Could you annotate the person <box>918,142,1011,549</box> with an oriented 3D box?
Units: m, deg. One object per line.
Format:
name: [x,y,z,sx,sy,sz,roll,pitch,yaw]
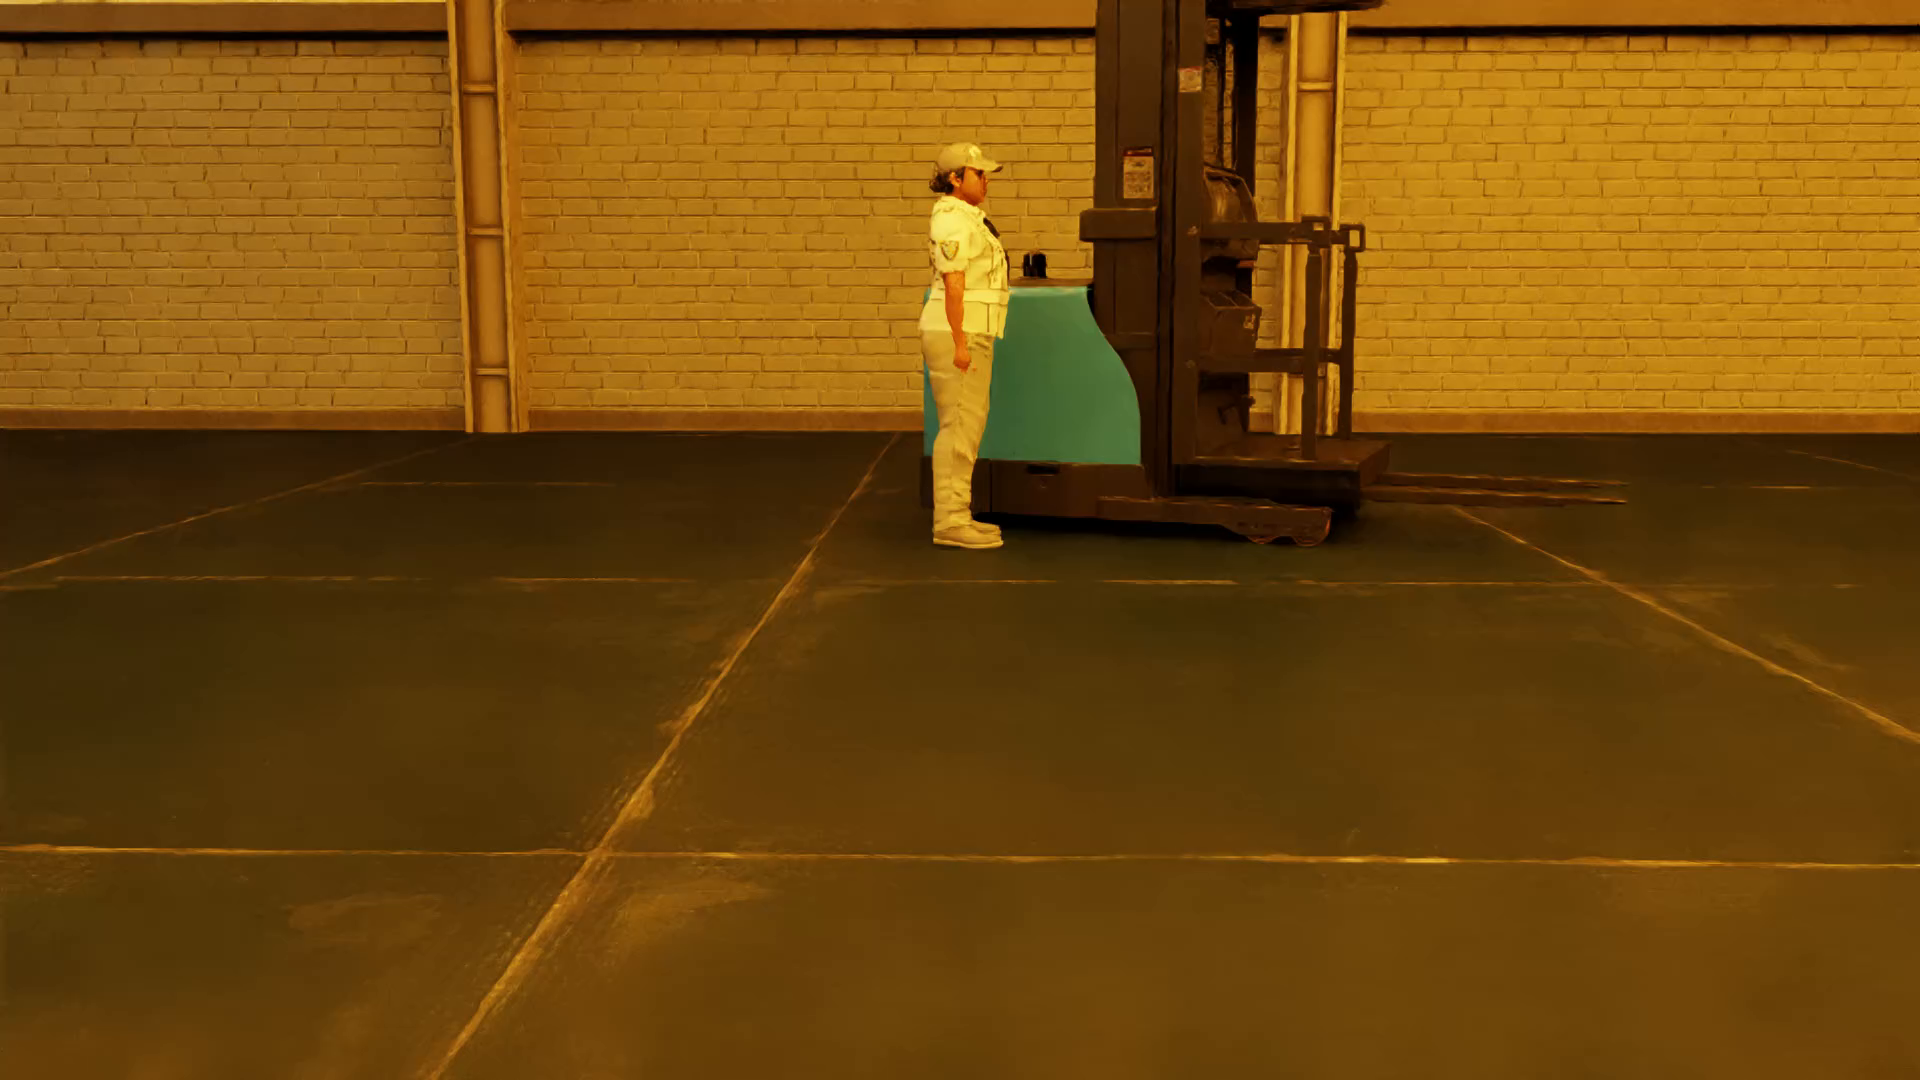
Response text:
person: [0.017,-0.819,6.995,0.390,1.669,0.482,0,9,1]

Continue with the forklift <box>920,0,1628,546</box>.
forklift: [1.387,-1.513,7.323,3.031,2.935,1.130,3,9,21]
